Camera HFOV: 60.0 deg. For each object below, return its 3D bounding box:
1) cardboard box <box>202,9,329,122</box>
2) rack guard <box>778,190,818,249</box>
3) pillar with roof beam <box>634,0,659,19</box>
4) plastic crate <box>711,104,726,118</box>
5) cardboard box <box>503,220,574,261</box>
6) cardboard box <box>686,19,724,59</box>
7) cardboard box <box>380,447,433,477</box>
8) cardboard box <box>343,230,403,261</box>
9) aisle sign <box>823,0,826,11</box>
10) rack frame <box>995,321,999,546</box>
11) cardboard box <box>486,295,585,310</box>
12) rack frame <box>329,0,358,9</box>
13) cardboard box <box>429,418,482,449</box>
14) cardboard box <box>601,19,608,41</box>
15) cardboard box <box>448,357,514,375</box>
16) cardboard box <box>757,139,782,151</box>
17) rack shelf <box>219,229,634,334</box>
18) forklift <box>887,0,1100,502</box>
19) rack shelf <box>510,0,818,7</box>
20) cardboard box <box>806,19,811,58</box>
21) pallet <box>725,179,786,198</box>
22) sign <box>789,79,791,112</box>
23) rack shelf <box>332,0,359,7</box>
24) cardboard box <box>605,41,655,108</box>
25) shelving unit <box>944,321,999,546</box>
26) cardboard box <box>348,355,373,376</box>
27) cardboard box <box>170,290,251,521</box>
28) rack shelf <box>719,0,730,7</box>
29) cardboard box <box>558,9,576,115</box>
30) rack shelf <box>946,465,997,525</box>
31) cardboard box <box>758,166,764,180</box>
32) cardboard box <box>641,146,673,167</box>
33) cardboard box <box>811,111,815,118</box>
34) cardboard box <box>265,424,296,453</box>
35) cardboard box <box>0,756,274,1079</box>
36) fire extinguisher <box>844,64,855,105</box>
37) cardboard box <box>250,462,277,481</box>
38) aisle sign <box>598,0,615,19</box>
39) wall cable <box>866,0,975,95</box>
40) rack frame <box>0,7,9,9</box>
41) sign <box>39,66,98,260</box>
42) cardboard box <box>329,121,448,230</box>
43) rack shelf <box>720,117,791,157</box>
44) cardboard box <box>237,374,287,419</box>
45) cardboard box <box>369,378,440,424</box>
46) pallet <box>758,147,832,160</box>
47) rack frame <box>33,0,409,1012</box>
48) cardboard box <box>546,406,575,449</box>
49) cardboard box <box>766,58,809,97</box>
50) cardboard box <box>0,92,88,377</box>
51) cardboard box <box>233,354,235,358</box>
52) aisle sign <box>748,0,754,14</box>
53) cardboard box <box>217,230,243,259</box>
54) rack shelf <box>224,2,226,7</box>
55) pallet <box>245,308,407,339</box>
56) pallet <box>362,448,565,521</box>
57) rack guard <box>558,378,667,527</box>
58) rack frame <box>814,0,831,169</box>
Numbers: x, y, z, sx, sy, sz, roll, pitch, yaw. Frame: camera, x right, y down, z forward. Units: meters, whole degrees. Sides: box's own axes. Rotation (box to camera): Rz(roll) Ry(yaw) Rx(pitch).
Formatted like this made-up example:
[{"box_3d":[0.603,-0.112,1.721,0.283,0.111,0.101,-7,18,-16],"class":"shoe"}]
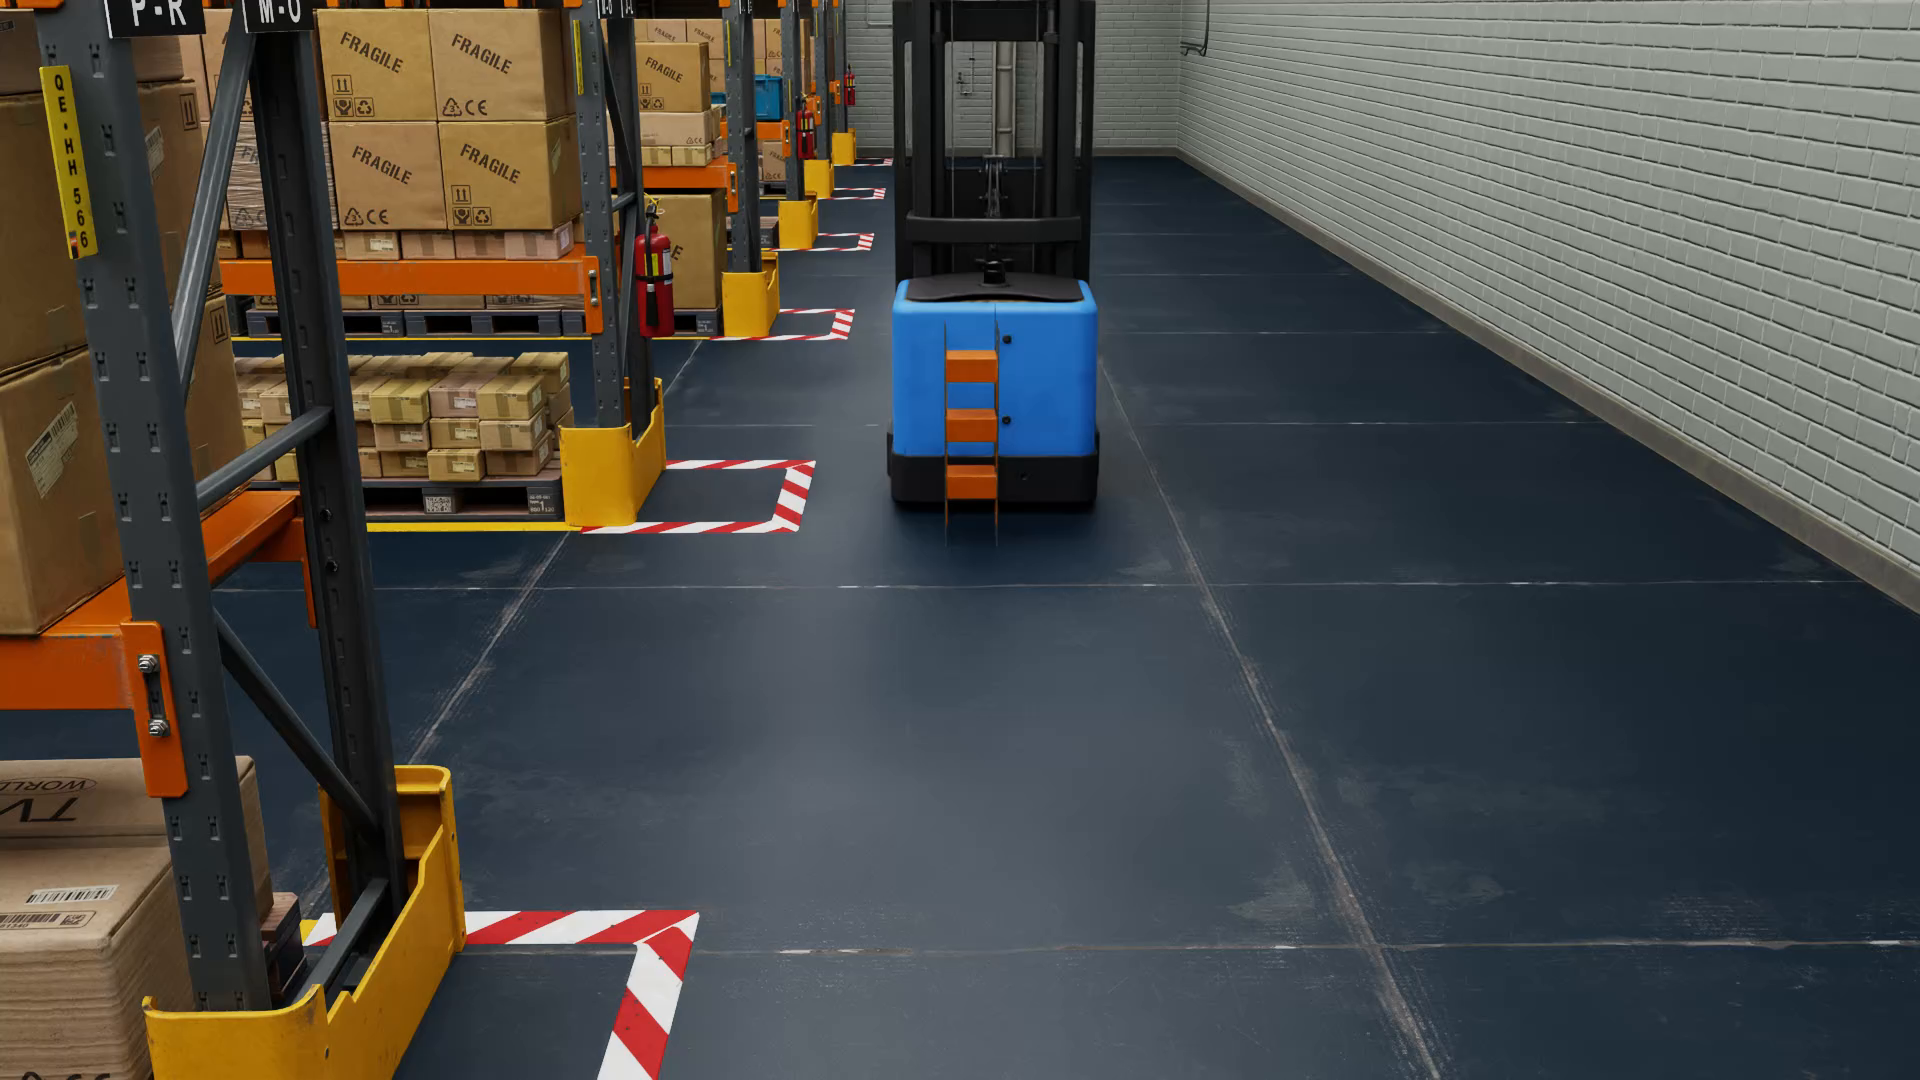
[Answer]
[{"box_3d":[-3.211,-2.252,7.871,0.500,0.500,0.500,1,18,2],"class":"cardboard box"},{"box_3d":[-1.762,-3.515,18.186,0.348,0.500,1.175,0,18,-1],"class":"rack guard"},{"box_3d":[-5.188,-9.517,22.983,0.400,9.000,9.100,0,18,-1],"class":"pillar with roof beam"},{"box_3d":[-2.599,-4.545,17.638,0.243,0.136,0.396,0,18,-1],"class":"plastic crate"},{"box_3d":[-2.052,-1.465,8.117,0.250,0.149,0.380,0,18,-1],"class":"cardboard box"},{"box_3d":[-3.325,-6.645,22.051,0.500,0.500,0.500,0,18,1],"class":"cardboard box"},{"box_3d":[-2.775,-0.442,8.495,0.250,0.149,0.380,0,18,-1],"class":"cardboard box"},{"box_3d":[-2.807,-1.462,8.104,0.250,0.149,0.380,0,18,1],"class":"cardboard box"},{"box_3d":[-1.788,-7.359,21.820,0.004,0.787,0.394,0,18,-1],"class":"aisle sign"},{"box_3d":[0.175,-0.501,7.890,0.008,1.050,0.200,0,18,-1],"class":"rack frame"},{"box_3d":[-3.257,-2.345,13.237,0.875,0.875,0.875,0,18,-1],"class":"cardboard box"},{"box_3d":[-9.942,-7.688,27.104,0.127,3.000,1.000,0,18,-1],"class":"rack frame"},{"box_3d":[-2.516,-0.583,8.446,0.250,0.149,0.380,-1,18,-2],"class":"cardboard box"},{"box_3d":[-4.869,-6.637,22.027,0.500,0.500,0.500,-1,18,-3],"class":"cardboard box"},{"box_3d":[-2.534,-0.862,8.830,0.250,0.149,0.380,0,18,0],"class":"cardboard box"},{"box_3d":[-3.141,-6.700,27.428,0.500,0.500,0.700,0,18,-1],"class":"cardboard box"},{"box_3d":[-3.731,-1.321,8.432,4.000,0.370,1.077,0,18,-1],"class":"rack shelf"},{"box_3d":[0.182,-1.981,9.423,1.130,2.935,3.031,0,18,0],"class":"forklift"},{"box_3d":[-3.860,-7.290,22.129,4.000,0.370,1.077,0,18,-1],"class":"rack shelf"},{"box_3d":[-2.309,-6.816,22.584,0.500,0.500,0.500,0,18,1],"class":"cardboard box"},{"box_3d":[-2.734,-4.881,22.920,1.213,0.211,1.003,0,18,-1],"class":"pallet"},{"box_3d":[-1.761,-4.611,17.243,0.005,0.325,0.100,0,18,-1],"class":"sign"},{"box_3d":[-7.942,-8.784,26.786,4.000,0.370,1.077,0,18,-1],"class":"rack shelf"},{"box_3d":[-2.692,-3.693,13.181,0.500,0.500,0.500,-1,18,-2],"class":"cardboard box"},{"box_3d":[0.053,-0.500,7.888,0.252,1.050,0.215,0,18,-1],"class":"shelving unit"},{"box_3d":[-3.312,-0.875,8.870,0.250,0.149,0.380,0,18,1],"class":"cardboard box"},{"box_3d":[-2.036,-0.295,3.892,0.500,0.500,0.500,0,18,-1],"class":"cardboard box"},{"box_3d":[-3.708,-4.264,12.698,4.000,0.370,1.077,0,18,-1],"class":"rack shelf"},{"box_3d":[-2.184,-2.417,8.385,0.500,0.500,0.500,0,18,-1],"class":"cardboard box"},{"box_3d":[0.054,-0.225,7.976,0.240,0.259,0.215,0,18,-1],"class":"rack shelf"},{"box_3d":[-2.807,-5.022,22.710,0.250,0.166,0.380,0,18,-1],"class":"cardboard box"},{"box_3d":[-2.319,-2.965,12.790,0.250,0.149,0.380,0,18,0],"class":"cardboard box"},{"box_3d":[-2.519,-7.073,27.529,0.250,0.149,0.380,0,18,0],"class":"cardboard box"},{"box_3d":[-3.291,-0.558,8.369,0.250,0.149,0.380,0,18,0],"class":"cardboard box"},{"box_3d":[-2.210,0.892,3.863,0.875,0.438,0.875,-1,18,-3],"class":"cardboard box"},{"box_3d":[-1.785,-7.372,26.856,0.183,0.674,0.296,0,18,-1],"class":"fire extinguisher"},{"box_3d":[-3.549,-0.421,8.430,0.250,0.149,0.380,0,18,0],"class":"cardboard box"},{"box_3d":[-1.653,-2.820,7.670,0.004,0.787,0.394,0,18,-1],"class":"aisle sign"},{"box_3d":[-0.677,-8.506,27.989,1.851,1.984,0.084,0,18,-1],"class":"wall cable"},{"box_3d":[-9.785,-4.662,17.671,0.127,3.000,1.000,0,18,-1],"class":"rack frame"},{"box_3d":[-1.557,-0.660,2.911,0.005,0.325,0.100,0,18,-1],"class":"sign"},{"box_3d":[-2.691,-1.781,8.037,0.500,0.500,0.500,-1,18,-2],"class":"cardboard box"},{"box_3d":[-3.786,-4.349,17.871,4.000,0.370,1.077,0,18,-1],"class":"rack shelf"},{"box_3d":[-3.558,-0.727,8.410,0.250,0.149,0.380,-1,18,-3],"class":"cardboard box"},{"box_3d":[-2.765,-0.695,8.309,0.250,0.149,0.380,-1,18,-2],"class":"cardboard box"},{"box_3d":[-2.741,-6.371,27.563,1.213,0.211,1.003,0,18,-1],"class":"pallet"},{"box_3d":[-1.552,-0.162,3.641,0.127,3.000,1.000,0,18,-1],"class":"rack frame"},{"box_3d":[-2.260,-0.611,9.020,0.250,0.149,0.380,0,18,0],"class":"cardboard box"},{"box_3d":[-2.304,-6.176,22.227,0.500,0.500,0.500,0,18,1],"class":"cardboard box"},{"box_3d":[-2.030,-0.610,3.239,0.500,0.500,0.500,0,18,1],"class":"cardboard box"},{"box_3d":[-4.076,-0.889,8.915,0.250,0.149,0.380,-1,18,-3],"class":"cardboard box"},{"box_3d":[-1.641,-4.518,12.966,0.004,0.787,0.394,0,18,-1],"class":"aisle sign"},{"box_3d":[-3.607,-1.480,8.161,0.250,0.149,0.380,0,18,0],"class":"cardboard box"},{"box_3d":[-11.859,-7.251,22.009,4.000,0.370,1.077,0,18,-1],"class":"rack shelf"},{"box_3d":[-4.946,-1.821,13.379,1.213,0.211,1.003,0,18,-1],"class":"pallet"},{"box_3d":[-2.620,-0.352,8.798,1.213,0.211,1.003,0,18,-1],"class":"pallet"},{"box_3d":[-1.807,-0.482,8.733,0.348,0.500,1.175,0,18,-1],"class":"rack guard"},{"box_3d":[-1.861,-6.214,22.508,0.127,3.000,1.000,0,18,-1],"class":"rack frame"}]
